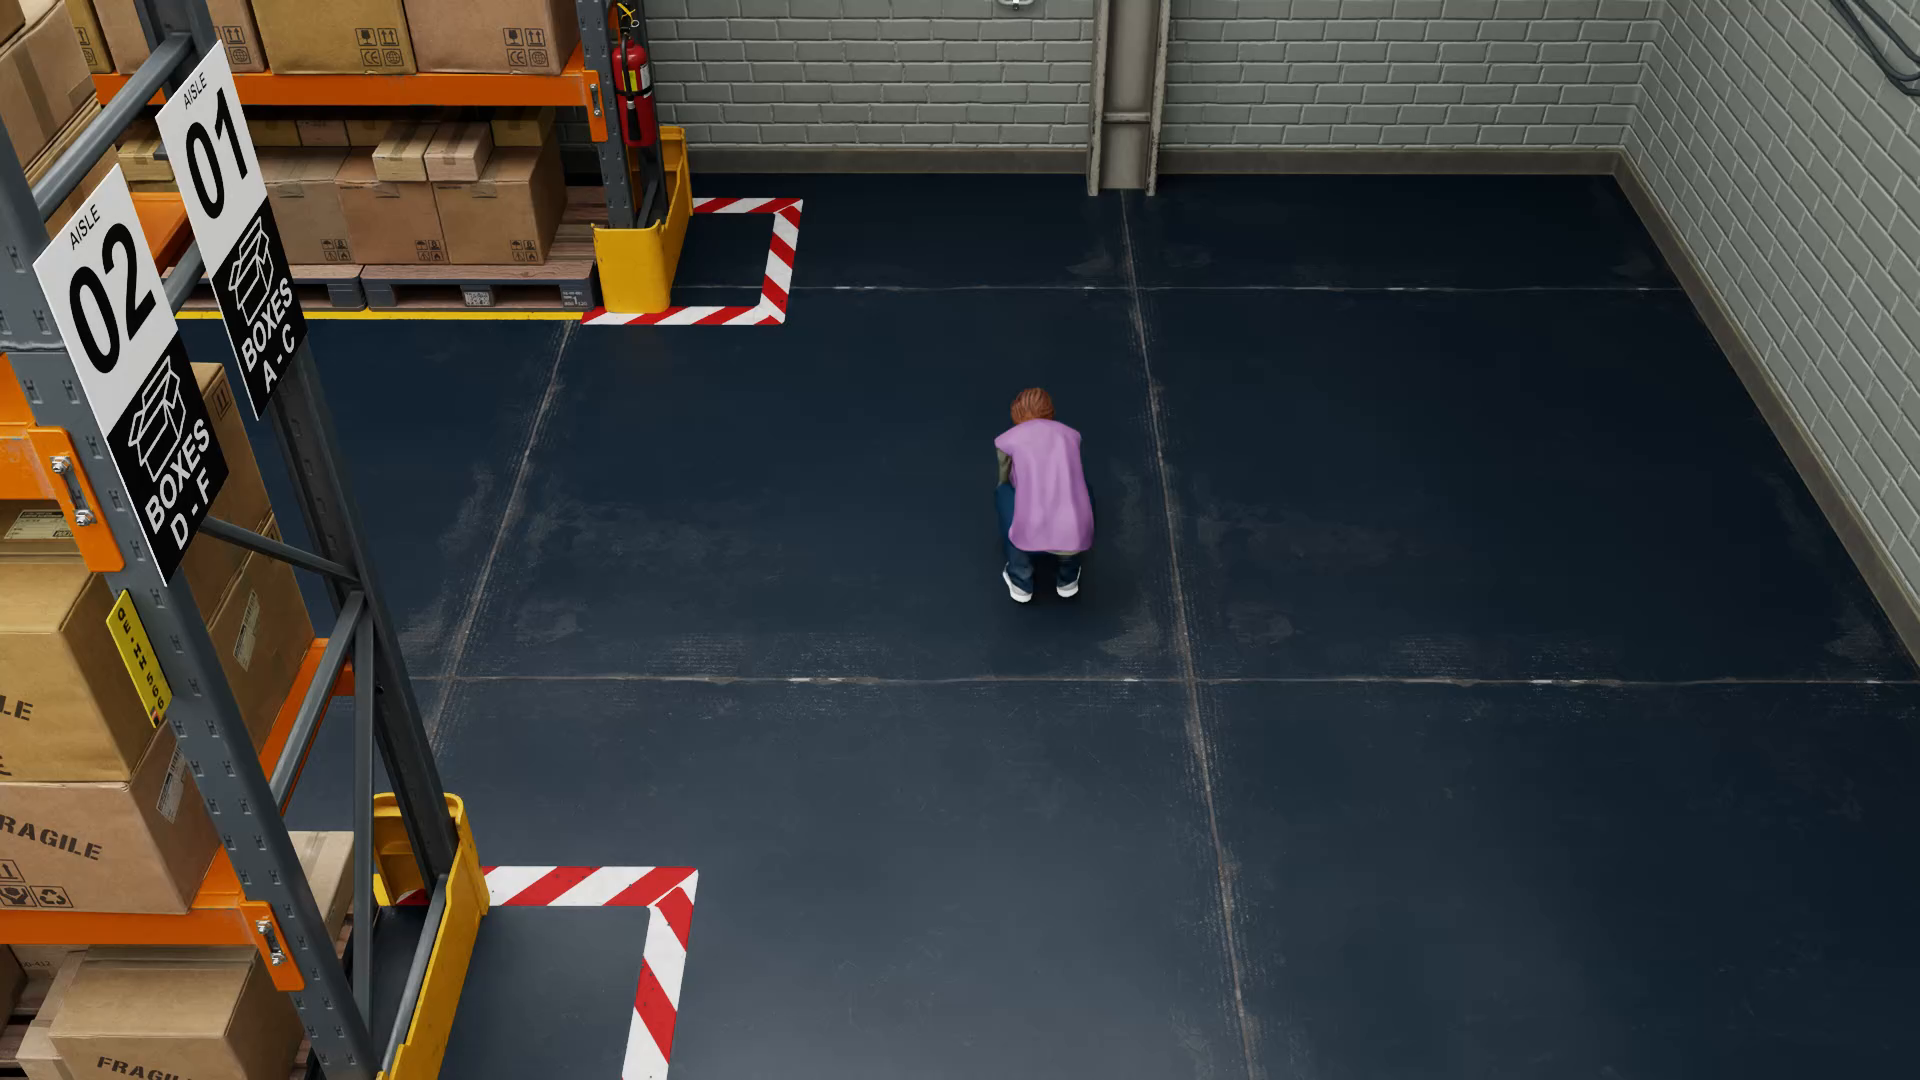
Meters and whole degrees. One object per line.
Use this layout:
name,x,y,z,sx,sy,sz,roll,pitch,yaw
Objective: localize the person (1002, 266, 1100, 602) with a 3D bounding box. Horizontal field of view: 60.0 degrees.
person,0.357,-0.451,6.703,0.385,1.598,0.498,0,40,0
